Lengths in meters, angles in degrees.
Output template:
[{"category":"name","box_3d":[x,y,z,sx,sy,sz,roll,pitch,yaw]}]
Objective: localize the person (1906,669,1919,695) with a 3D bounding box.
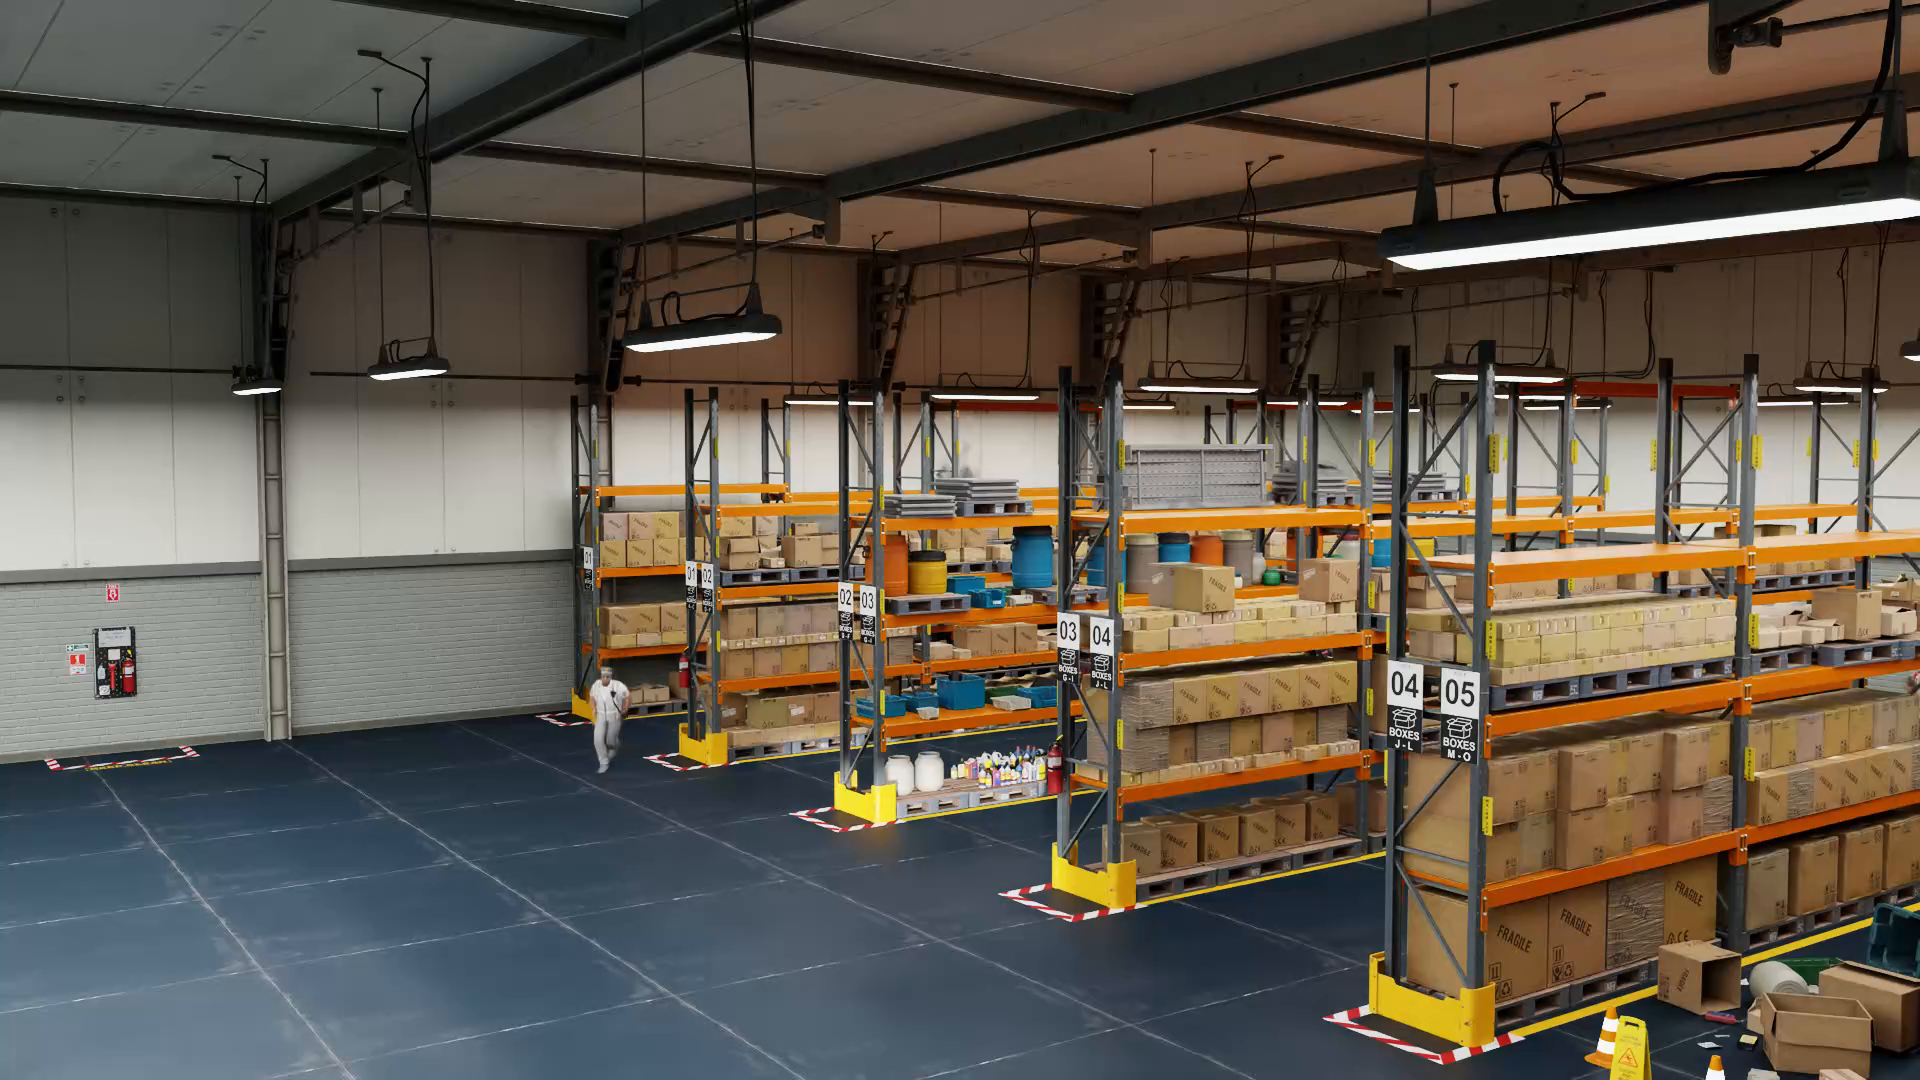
[{"category":"person","box_3d":[15.154,2.699,26.052,0.680,1.793,0.865,3,5,41]}]

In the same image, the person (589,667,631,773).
[{"category":"person","box_3d":[-5.468,2.783,26.104,0.659,1.681,0.852,0,3,4]}]
